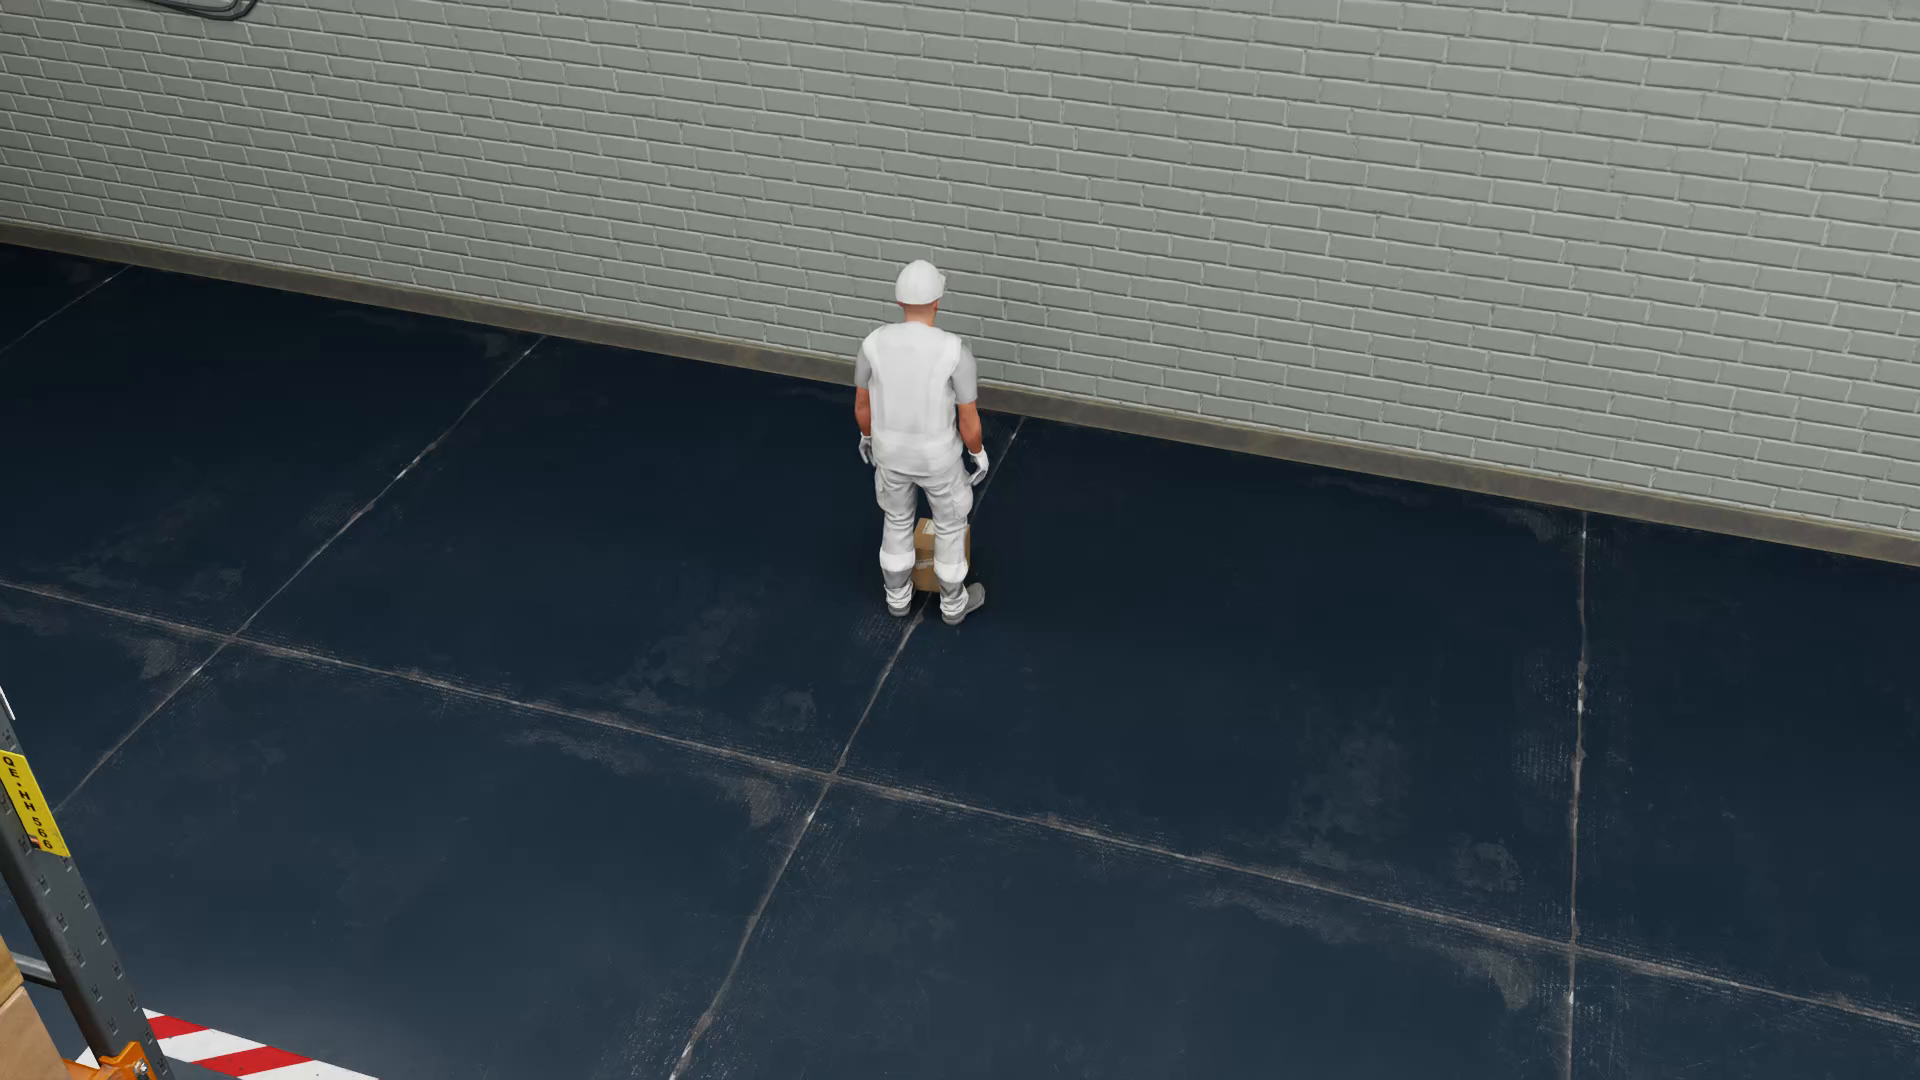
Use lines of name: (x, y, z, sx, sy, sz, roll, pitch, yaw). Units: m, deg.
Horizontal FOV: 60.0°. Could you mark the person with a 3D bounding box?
person: (-0.169, -0.404, 7.421, 0.607, 1.780, 0.449, 11, 38, 14)
